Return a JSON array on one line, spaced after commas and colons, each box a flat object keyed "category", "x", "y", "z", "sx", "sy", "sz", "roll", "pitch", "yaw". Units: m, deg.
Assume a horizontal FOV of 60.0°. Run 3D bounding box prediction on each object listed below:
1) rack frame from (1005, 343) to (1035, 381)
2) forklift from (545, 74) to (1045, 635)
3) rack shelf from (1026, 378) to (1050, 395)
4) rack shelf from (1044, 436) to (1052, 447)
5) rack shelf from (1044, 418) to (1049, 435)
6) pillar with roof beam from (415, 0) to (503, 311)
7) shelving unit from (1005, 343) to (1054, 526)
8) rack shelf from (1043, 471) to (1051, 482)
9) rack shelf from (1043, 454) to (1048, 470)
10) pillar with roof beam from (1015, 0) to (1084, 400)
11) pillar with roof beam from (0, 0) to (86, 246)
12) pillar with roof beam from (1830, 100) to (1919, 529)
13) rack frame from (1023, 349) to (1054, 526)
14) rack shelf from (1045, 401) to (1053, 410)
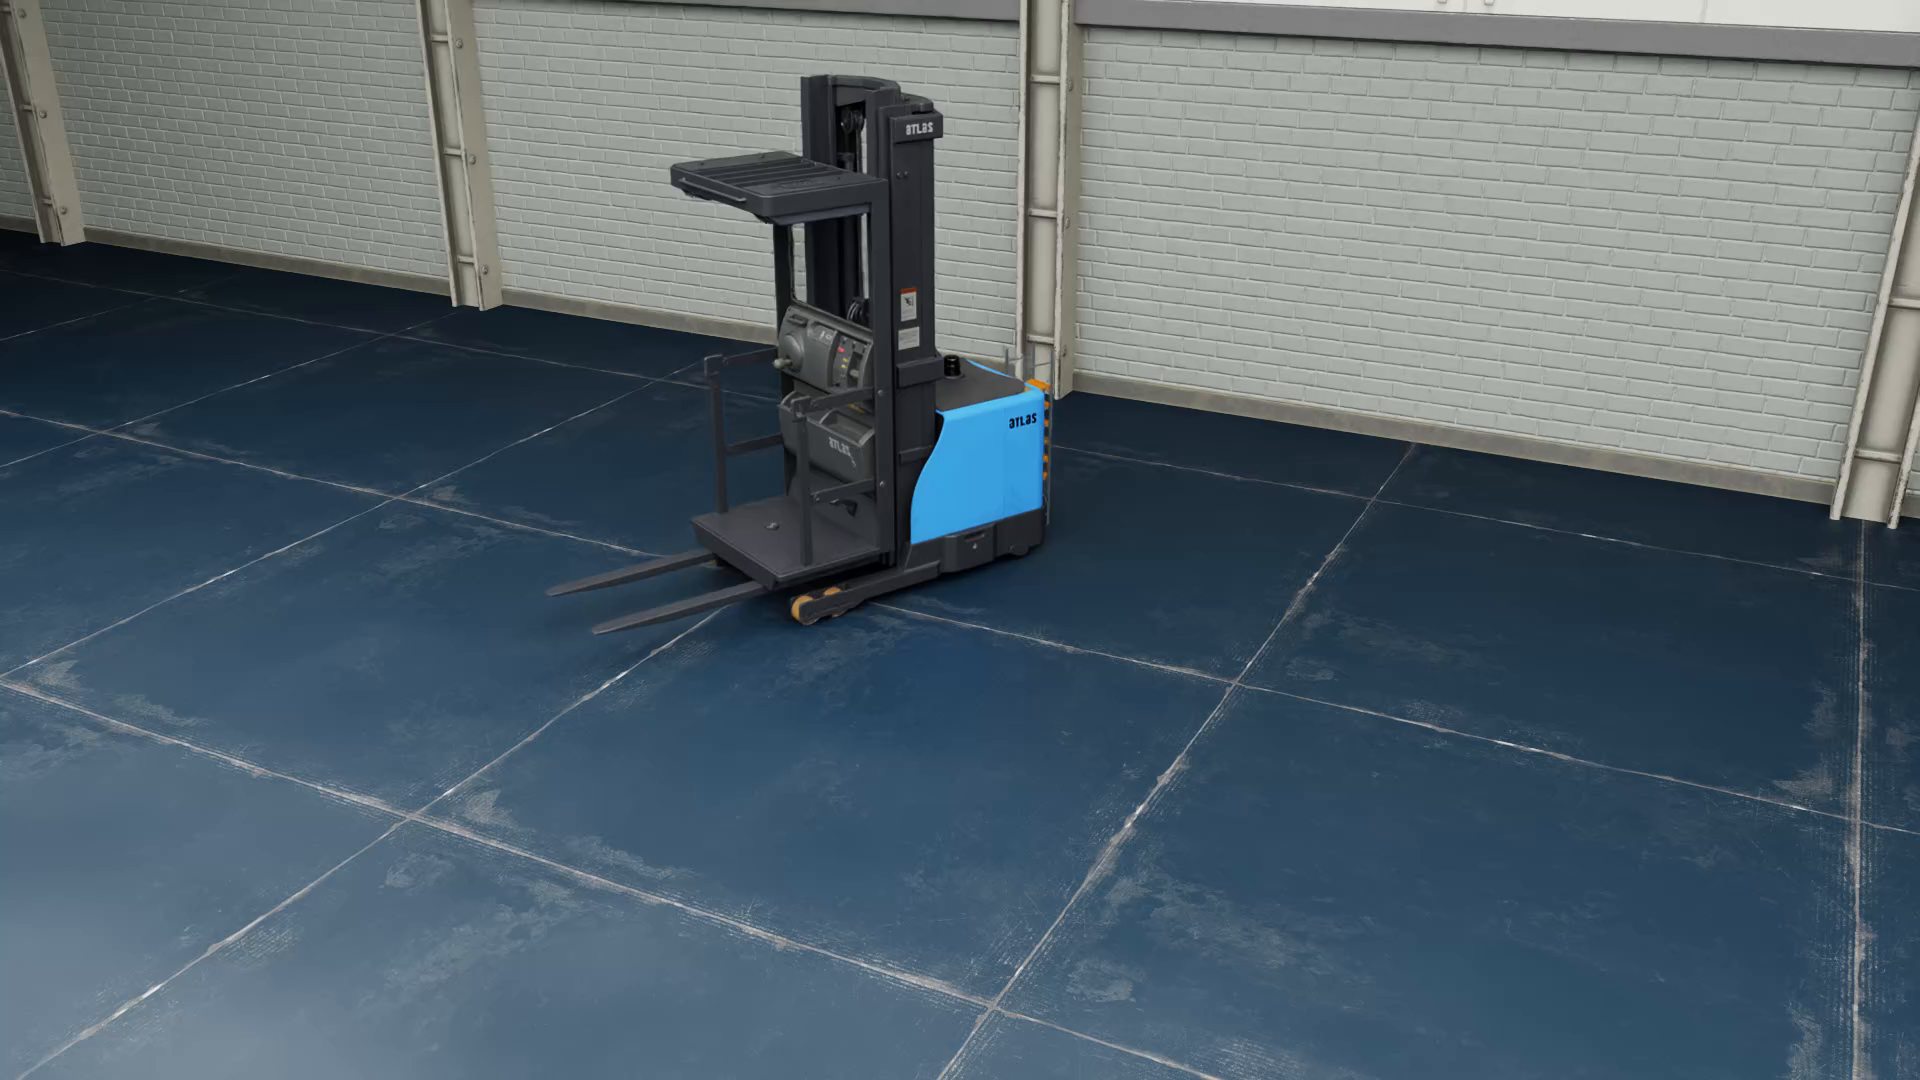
[{"category": "rack frame", "x": 0.384, "y": -0.684, "z": 10.824, "sx": 0.240, "sy": 1.200, "sz": 0.006, "roll": -16, "pitch": 28, "yaw": -33}, {"category": "forklift", "x": -0.953, "y": -1.093, "z": 9.574, "sx": 3.031, "sy": 2.935, "sz": 1.130, "roll": -16, "pitch": 28, "yaw": -33}, {"category": "rack shelf", "x": 0.439, "y": -0.946, "z": 10.634, "sx": 0.258, "sy": 0.103, "sz": 0.180, "roll": -16, "pitch": 28, "yaw": -33}, {"category": "rack shelf", "x": 0.438, "y": -0.614, "z": 10.774, "sx": 0.258, "sy": 0.103, "sz": 0.180, "roll": -16, "pitch": 28, "yaw": -33}, {"category": "rack shelf", "x": 0.439, "y": -0.725, "z": 10.727, "sx": 0.258, "sy": 0.103, "sz": 0.180, "roll": -16, "pitch": 28, "yaw": -33}, {"category": "pillar with roof beam", "x": -6.607, "y": -4.918, "z": 10.815, "sx": 0.400, "sy": 9.000, "sz": 9.100, "roll": 11, "pitch": 25, "yaw": 25}, {"category": "shelving unit", "x": 0.438, "y": -0.655, "z": 10.757, "sx": 0.258, "sy": 1.200, "sz": 0.189, "roll": -16, "pitch": 28, "yaw": -33}, {"category": "rack shelf", "x": 0.438, "y": -0.393, "z": 10.867, "sx": 0.258, "sy": 0.103, "sz": 0.180, "roll": -16, "pitch": 28, "yaw": -33}, {"category": "rack shelf", "x": 0.438, "y": -0.504, "z": 10.821, "sx": 0.258, "sy": 0.103, "sz": 0.180, "roll": -16, "pitch": 28, "yaw": -33}, {"category": "pillar with roof beam", "x": -1.252, "y": -3.858, "z": 8.323, "sx": 0.400, "sy": 9.000, "sz": 9.100, "roll": 11, "pitch": 25, "yaw": 25}, {"category": "pillar with roof beam", "x": -11.961, "y": -5.977, "z": 13.306, "sx": 0.400, "sy": 9.000, "sz": 9.100, "roll": 11, "pitch": 25, "yaw": 25}, {"category": "pillar with roof beam", "x": 4.103, "y": -2.799, "z": 5.832, "sx": 0.400, "sy": 9.000, "sz": 9.100, "roll": 11, "pitch": 25, "yaw": 25}, {"category": "rack frame", "x": 0.493, "y": -0.626, "z": 10.689, "sx": 0.240, "sy": 1.200, "sz": 0.006, "roll": -16, "pitch": 28, "yaw": -33}, {"category": "rack shelf", "x": 0.439, "y": -0.835, "z": 10.680, "sx": 0.258, "sy": 0.103, "sz": 0.180, "roll": -16, "pitch": 28, "yaw": -33}]
